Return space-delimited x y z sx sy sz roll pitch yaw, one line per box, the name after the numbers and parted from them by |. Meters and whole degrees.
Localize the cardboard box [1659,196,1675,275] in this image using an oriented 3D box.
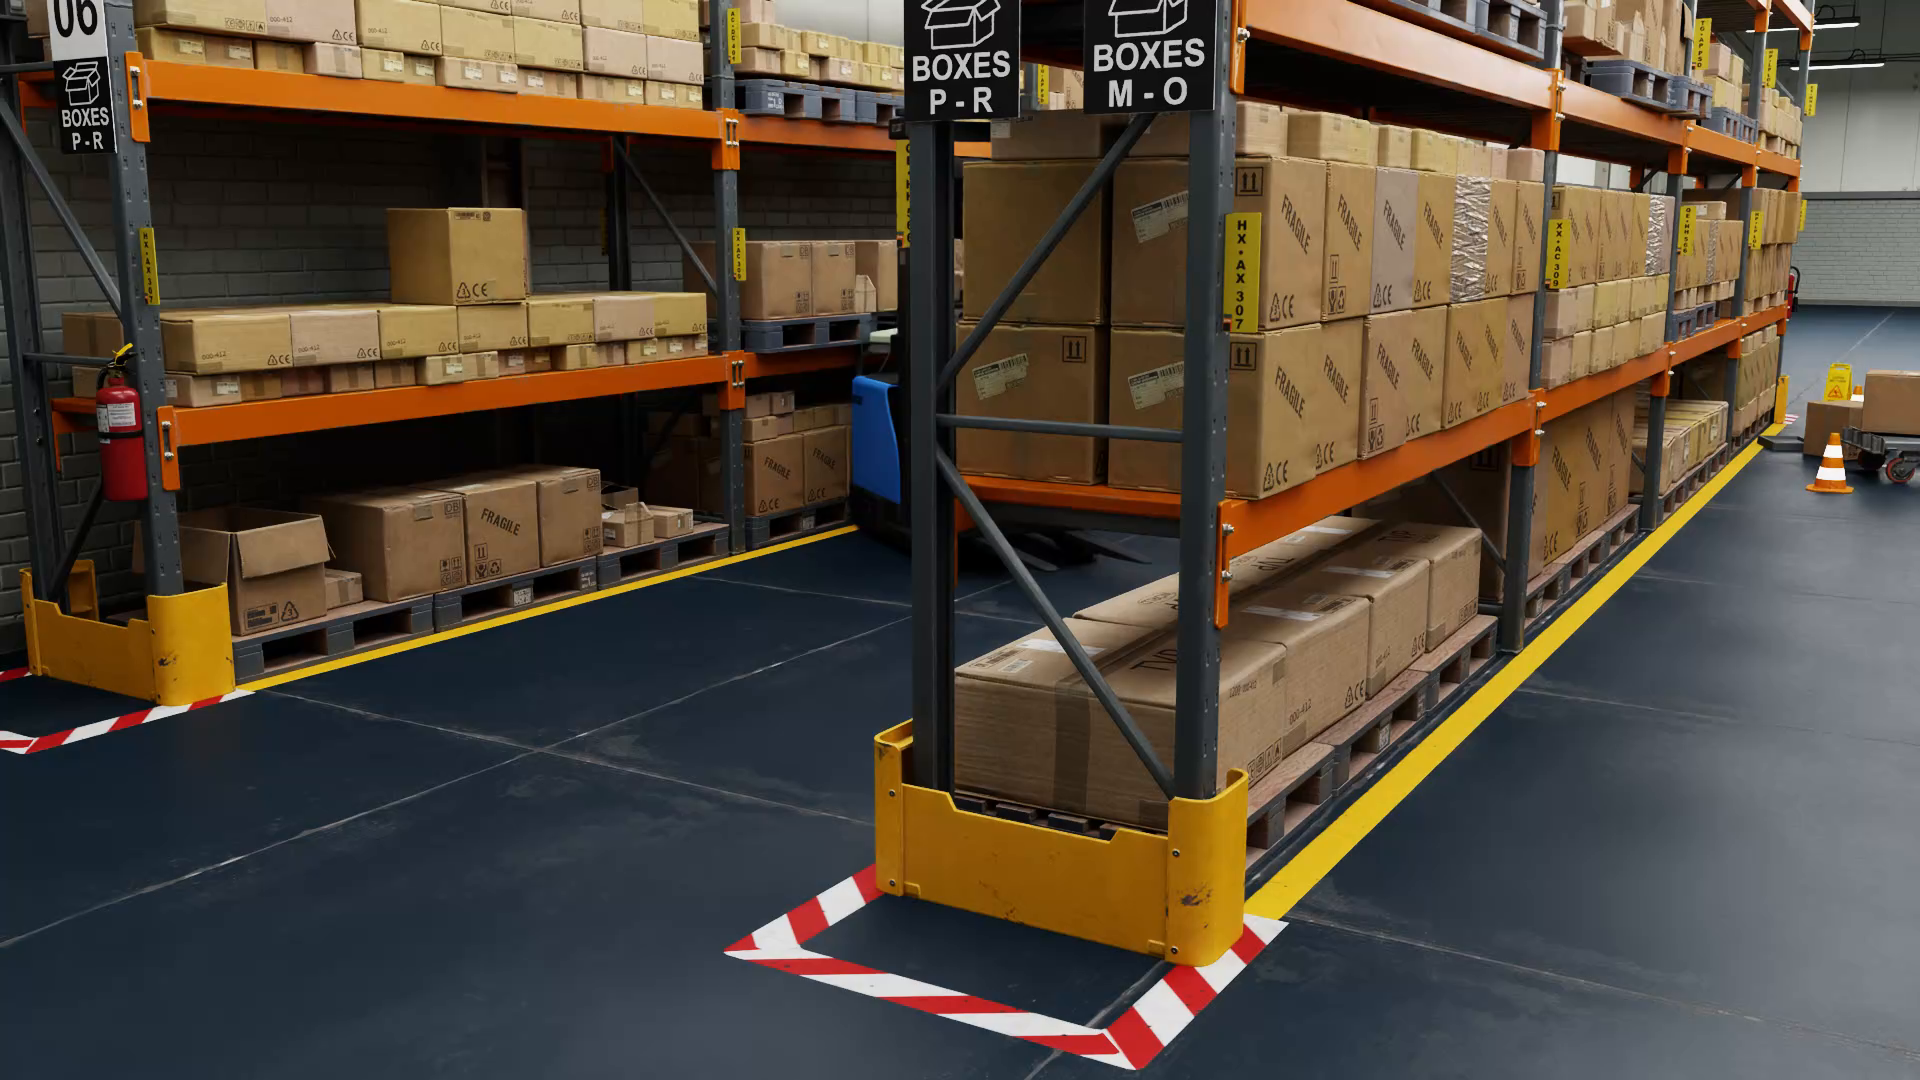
4.413 -2.017 11.005 0.500 0.500 0.500 6 12 29 | cardboard box

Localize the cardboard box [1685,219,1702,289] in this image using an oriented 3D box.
5.154 -2.116 12.300 0.500 0.500 0.500 7 13 34 | cardboard box

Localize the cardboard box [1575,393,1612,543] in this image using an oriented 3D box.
3.562 -0.505 10.546 0.875 0.875 0.875 7 12 31 | cardboard box

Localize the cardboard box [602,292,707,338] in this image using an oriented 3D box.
-1.919 -1.397 10.278 0.500 0.250 0.500 7 13 32 | cardboard box

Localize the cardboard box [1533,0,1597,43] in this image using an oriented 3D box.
2.940 -2.614 8.253 0.396 0.266 0.258 6 12 30 | cardboard box

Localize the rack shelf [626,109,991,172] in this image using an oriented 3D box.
-0.825 -2.863 12.314 1.077 0.370 4.000 6 12 31 | rack shelf

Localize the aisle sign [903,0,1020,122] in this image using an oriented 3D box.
0.002 -1.621 4.812 0.394 0.787 0.004 6 12 31 | aisle sign

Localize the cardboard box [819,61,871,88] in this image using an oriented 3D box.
-0.840 -3.204 11.450 0.380 0.149 0.250 6 12 30 | cardboard box

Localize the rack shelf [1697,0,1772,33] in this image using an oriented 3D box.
5.496 -4.296 12.905 1.077 0.370 4.000 6 12 31 | rack shelf

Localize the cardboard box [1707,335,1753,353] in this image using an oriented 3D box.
7.188 -1.836 15.552 0.380 0.149 0.250 7 12 32 | cardboard box

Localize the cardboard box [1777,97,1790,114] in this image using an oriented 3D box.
7.921 -4.258 16.328 0.380 0.149 0.250 7 13 32 | cardboard box

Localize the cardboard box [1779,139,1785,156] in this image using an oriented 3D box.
7.906 -3.864 16.386 0.380 0.149 0.250 6 12 30 | cardboard box

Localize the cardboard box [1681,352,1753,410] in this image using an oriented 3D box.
7.072 -1.503 15.537 0.500 0.500 0.500 7 13 33 | cardboard box

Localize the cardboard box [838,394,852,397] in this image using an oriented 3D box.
-0.710 -1.012 12.511 0.380 0.149 0.250 6 12 31 | cardboard box

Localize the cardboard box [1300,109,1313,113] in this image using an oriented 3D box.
3.728 -4.850 19.286 0.700 0.500 0.500 6 12 31 | cardboard box

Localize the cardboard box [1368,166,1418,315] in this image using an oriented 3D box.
1.320 -1.078 5.984 0.500 0.500 0.500 6 12 30 | cardboard box

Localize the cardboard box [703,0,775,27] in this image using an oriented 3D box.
-1.408 -3.398 10.552 0.396 0.266 0.258 6 12 30 | cardboard box

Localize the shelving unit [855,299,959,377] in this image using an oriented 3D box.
-0.364 -0.965 12.060 0.431 1.500 0.755 7 15 31 | shelving unit

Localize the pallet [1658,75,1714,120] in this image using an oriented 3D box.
4.169 -2.858 10.847 1.213 0.211 1.003 7 13 33 | pallet

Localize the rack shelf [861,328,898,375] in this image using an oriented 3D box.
-0.370 -1.345 11.972 0.431 0.370 0.720 7 15 31 | rack shelf

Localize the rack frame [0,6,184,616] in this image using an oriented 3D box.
-3.940 -0.799 7.483 1.000 3.000 0.127 6 12 31 | rack frame

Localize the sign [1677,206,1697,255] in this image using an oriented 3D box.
4.934 -2.100 11.287 0.100 0.325 0.005 6 12 31 | sign

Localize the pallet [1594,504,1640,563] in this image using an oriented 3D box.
3.984 -0.096 11.307 1.003 0.211 1.213 6 12 31 | pallet

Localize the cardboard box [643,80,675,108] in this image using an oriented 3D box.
-1.927 -2.656 9.934 0.380 0.149 0.250 6 12 31 | cardboard box

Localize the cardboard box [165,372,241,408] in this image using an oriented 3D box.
-3.535 -0.701 7.642 0.380 0.149 0.250 6 12 30 | cardboard box

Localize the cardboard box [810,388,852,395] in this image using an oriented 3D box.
-0.949 -1.093 12.943 0.380 0.149 0.250 6 12 31 | cardboard box

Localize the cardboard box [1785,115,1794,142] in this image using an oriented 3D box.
8.048 -4.121 16.677 0.500 0.250 0.500 7 13 32 | cardboard box

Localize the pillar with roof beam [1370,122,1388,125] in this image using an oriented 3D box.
10.030 -6.773 23.091 9.100 9.000 0.400 6 12 31 | pillar with roof beam

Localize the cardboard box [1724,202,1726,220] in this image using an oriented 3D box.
6.141 -2.729 13.811 0.380 0.149 0.250 6 12 29 | cardboard box

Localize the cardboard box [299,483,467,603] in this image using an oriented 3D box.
-3.064 0.006 8.838 0.700 0.500 0.500 7 13 33 | cardboard box

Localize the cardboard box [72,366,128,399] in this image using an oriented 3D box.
-3.997 -0.753 7.922 0.380 0.149 0.250 6 12 30 | cardboard box

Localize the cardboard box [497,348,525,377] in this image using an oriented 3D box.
-2.629 -0.989 9.183 0.380 0.149 0.250 6 12 31 | cardboard box

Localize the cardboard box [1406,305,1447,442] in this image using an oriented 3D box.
1.563 -0.663 6.487 0.500 0.500 0.500 7 13 33 | cardboard box

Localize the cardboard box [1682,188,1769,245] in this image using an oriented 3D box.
6.948 -2.948 15.165 0.700 0.500 0.500 6 12 30 | cardboard box

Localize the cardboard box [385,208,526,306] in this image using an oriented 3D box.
-2.696 -1.521 8.905 0.500 0.500 0.500 7 13 32 | cardboard box

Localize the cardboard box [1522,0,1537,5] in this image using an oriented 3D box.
2.323 -2.487 7.302 0.396 0.266 0.258 7 13 32 | cardboard box

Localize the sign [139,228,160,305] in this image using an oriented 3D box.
-3.476 -1.172 7.127 0.100 0.325 0.005 6 12 31 | sign

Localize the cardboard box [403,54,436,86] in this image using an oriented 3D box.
-2.891 -2.376 8.440 0.380 0.149 0.250 6 12 30 | cardboard box

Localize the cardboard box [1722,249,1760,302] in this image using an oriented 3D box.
7.001 -2.450 15.225 0.500 0.500 0.500 6 12 31 | cardboard box

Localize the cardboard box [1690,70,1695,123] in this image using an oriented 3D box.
4.958 -3.255 12.180 0.700 0.500 0.500 6 12 31 | cardboard box

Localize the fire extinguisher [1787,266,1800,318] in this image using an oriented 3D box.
9.065 -2.777 18.263 0.296 0.674 0.183 6 12 31 | fire extinguisher

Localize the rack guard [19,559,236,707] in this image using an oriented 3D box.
-3.900 0.418 7.777 1.175 0.500 0.348 6 12 31 | rack guard

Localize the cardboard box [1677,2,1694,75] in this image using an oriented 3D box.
4.391 -3.241 10.956 0.797 0.503 0.637 6 12 27 | cardboard box

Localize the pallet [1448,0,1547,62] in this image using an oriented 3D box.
1.947 -2.257 7.364 1.003 0.211 1.213 6 12 31 | pallet

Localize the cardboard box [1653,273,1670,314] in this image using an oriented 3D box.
4.423 -1.655 11.105 0.500 0.250 0.500 6 12 30 | cardboard box

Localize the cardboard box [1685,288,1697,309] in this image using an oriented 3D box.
5.303 -1.821 12.484 0.380 0.149 0.250 6 12 31 | cardboard box

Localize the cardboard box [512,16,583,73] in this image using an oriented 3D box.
-2.436 -2.713 9.154 0.500 0.250 0.500 7 13 32 | cardboard box

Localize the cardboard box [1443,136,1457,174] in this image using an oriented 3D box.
1.775 -1.540 6.690 0.380 0.149 0.250 6 12 29 | cardboard box

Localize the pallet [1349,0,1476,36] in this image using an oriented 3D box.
1.313 -2.066 6.343 1.003 0.211 1.213 6 12 31 | pallet

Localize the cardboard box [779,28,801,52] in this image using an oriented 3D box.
-1.256 -3.234 10.803 0.380 0.149 0.250 7 12 32 | cardboard box

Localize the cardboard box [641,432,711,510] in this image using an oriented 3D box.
-1.861 -0.511 11.598 0.500 0.500 0.500 6 12 30 | cardboard box

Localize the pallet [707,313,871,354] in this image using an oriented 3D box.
-1.355 -1.449 11.477 1.003 0.211 1.213 6 12 31 | pallet

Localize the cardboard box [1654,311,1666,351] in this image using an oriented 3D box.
4.417 -1.405 11.130 0.500 0.250 0.500 6 12 29 | cardboard box

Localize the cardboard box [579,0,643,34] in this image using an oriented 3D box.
-2.175 -3.037 9.530 0.500 0.250 0.500 6 12 30 | cardboard box

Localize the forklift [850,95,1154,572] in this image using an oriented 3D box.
0.236 -1.332 10.519 1.130 2.935 3.031 -4 11 -21 | forklift

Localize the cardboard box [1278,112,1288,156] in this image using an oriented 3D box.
0.801 -1.262 5.206 0.380 0.149 0.250 7 13 32 | cardboard box

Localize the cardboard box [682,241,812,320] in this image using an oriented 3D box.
-1.421 -1.738 11.088 0.700 0.500 0.500 7 13 32 | cardboard box

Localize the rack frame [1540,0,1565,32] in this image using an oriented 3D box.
2.381 -3.903 7.762 1.000 3.000 0.127 6 12 31 | rack frame
